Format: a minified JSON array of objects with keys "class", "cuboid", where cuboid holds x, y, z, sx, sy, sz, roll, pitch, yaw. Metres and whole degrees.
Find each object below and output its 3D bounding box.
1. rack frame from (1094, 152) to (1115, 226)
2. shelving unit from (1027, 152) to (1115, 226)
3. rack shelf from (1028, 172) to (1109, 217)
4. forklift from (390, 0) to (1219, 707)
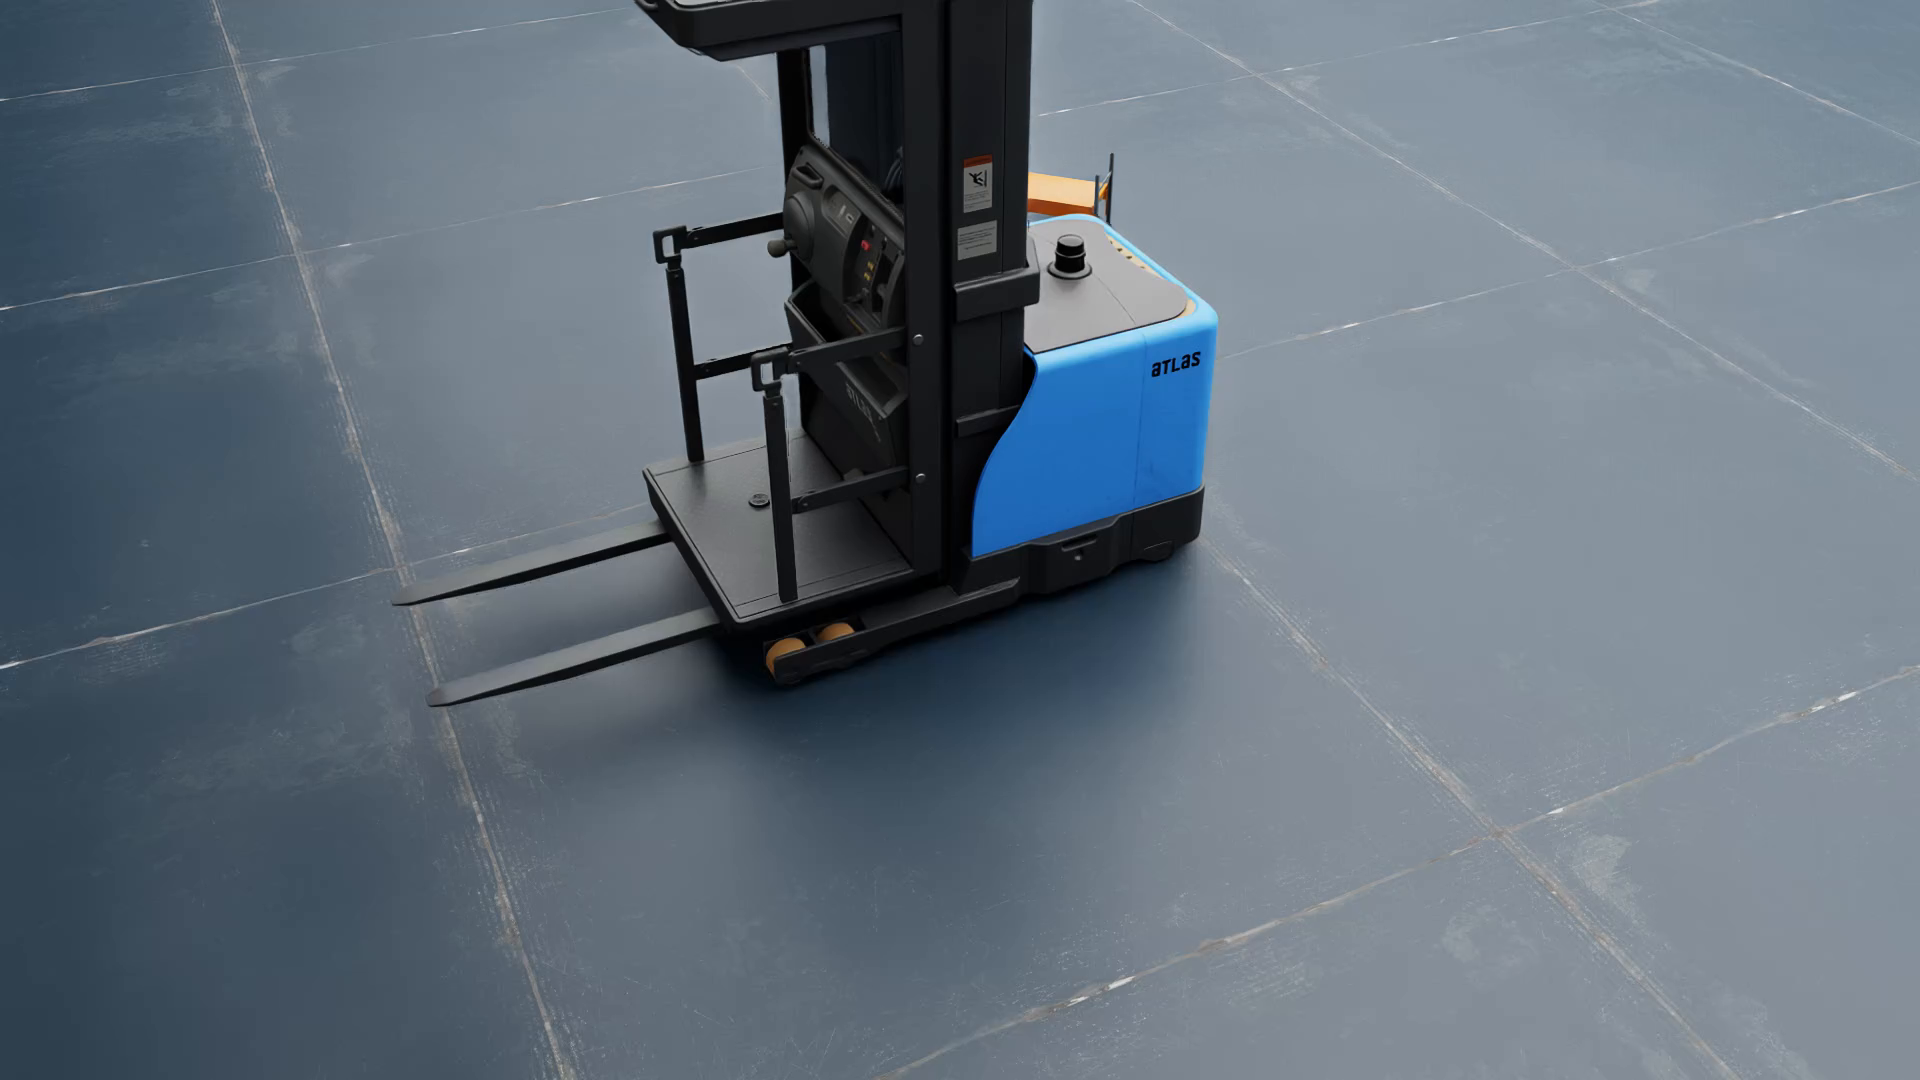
[{"class":"rack frame","cuboid":[0.595,-1.061,7.173,0.015,1.200,0.240,12,38,16]},{"class":"shelving unit","cuboid":[0.366,-1.110,7.239,0.503,1.200,0.258,12,38,16]},{"class":"rack shelf","cuboid":[0.366,-1.426,7.005,0.480,0.148,0.258,12,38,16]},{"class":"forklift","cuboid":[-0.587,-1.014,5.657,3.031,2.935,1.130,-16,40,-21]}]
